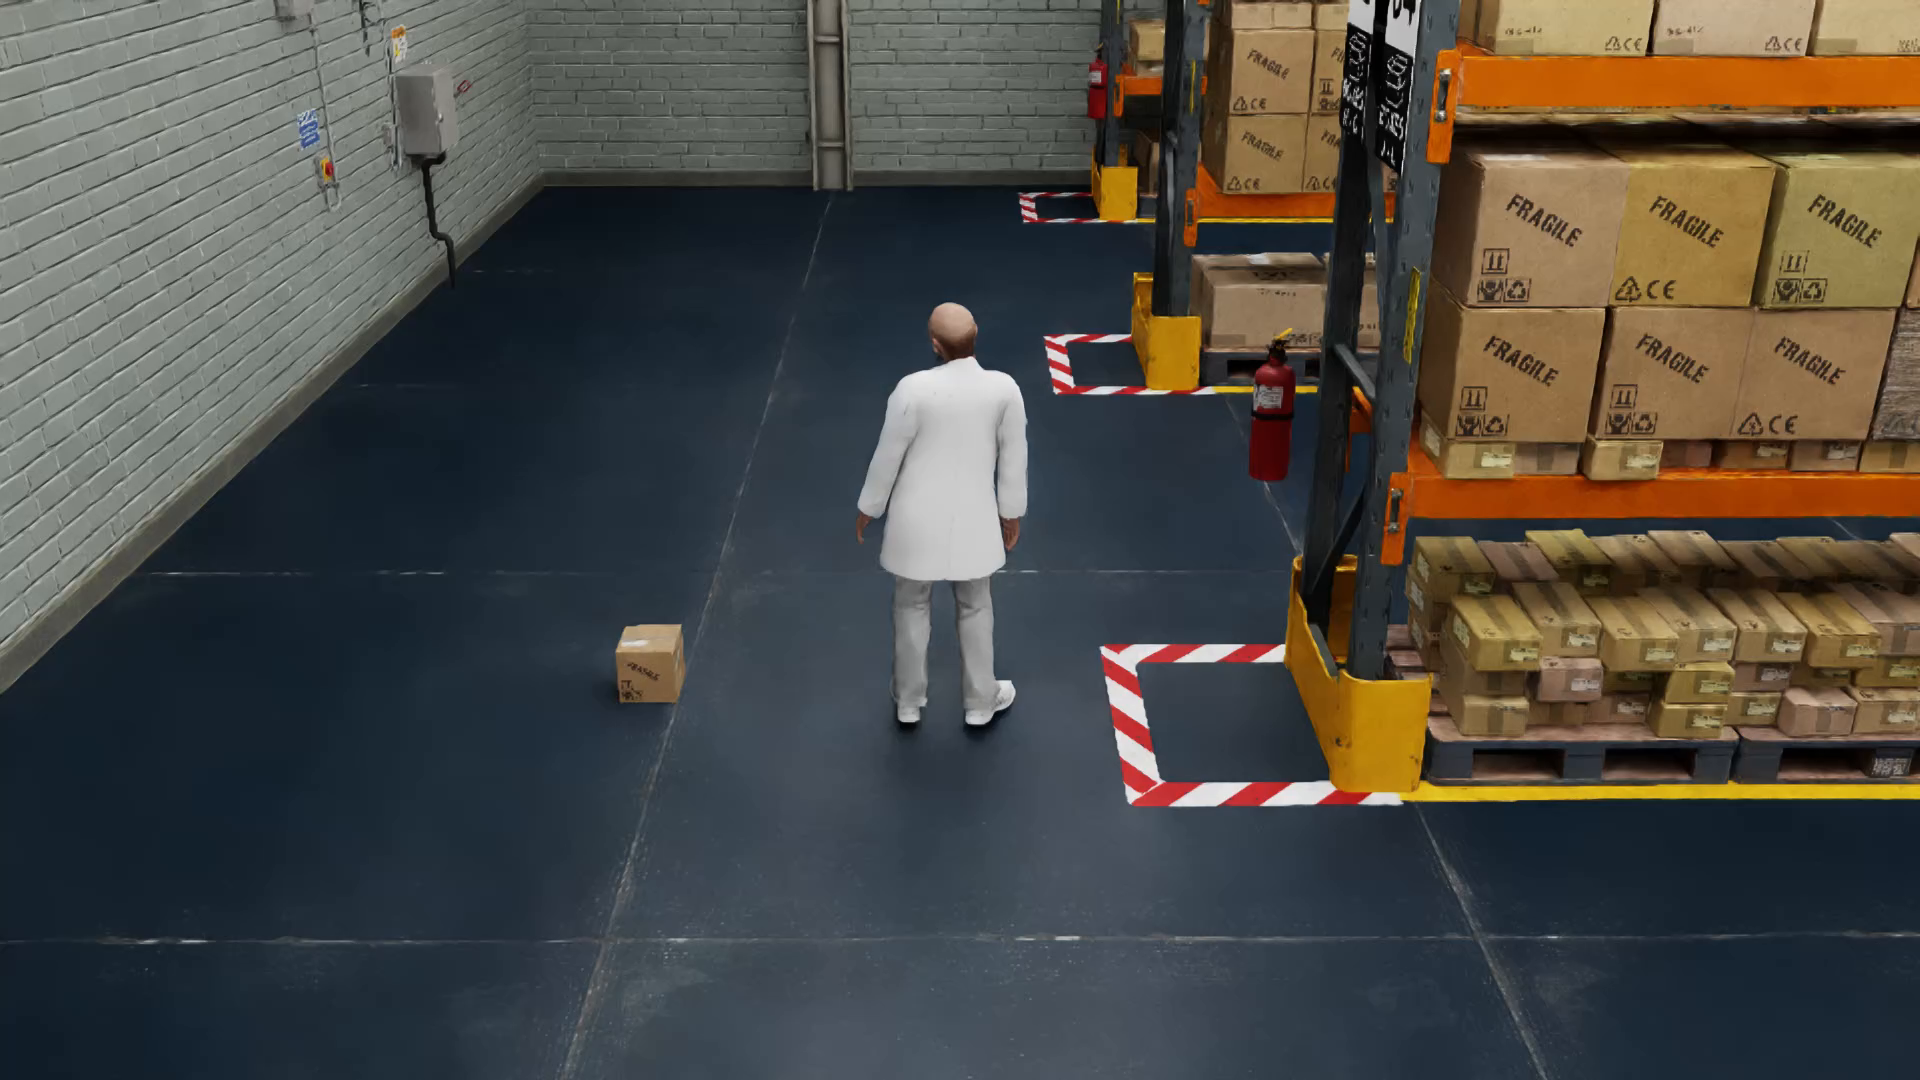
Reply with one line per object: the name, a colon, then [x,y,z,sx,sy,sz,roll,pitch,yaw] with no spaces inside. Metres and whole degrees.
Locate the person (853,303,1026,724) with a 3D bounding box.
person: [-0.087,-0.096,6.759,0.695,1.791,0.438,-7,25,-15]
